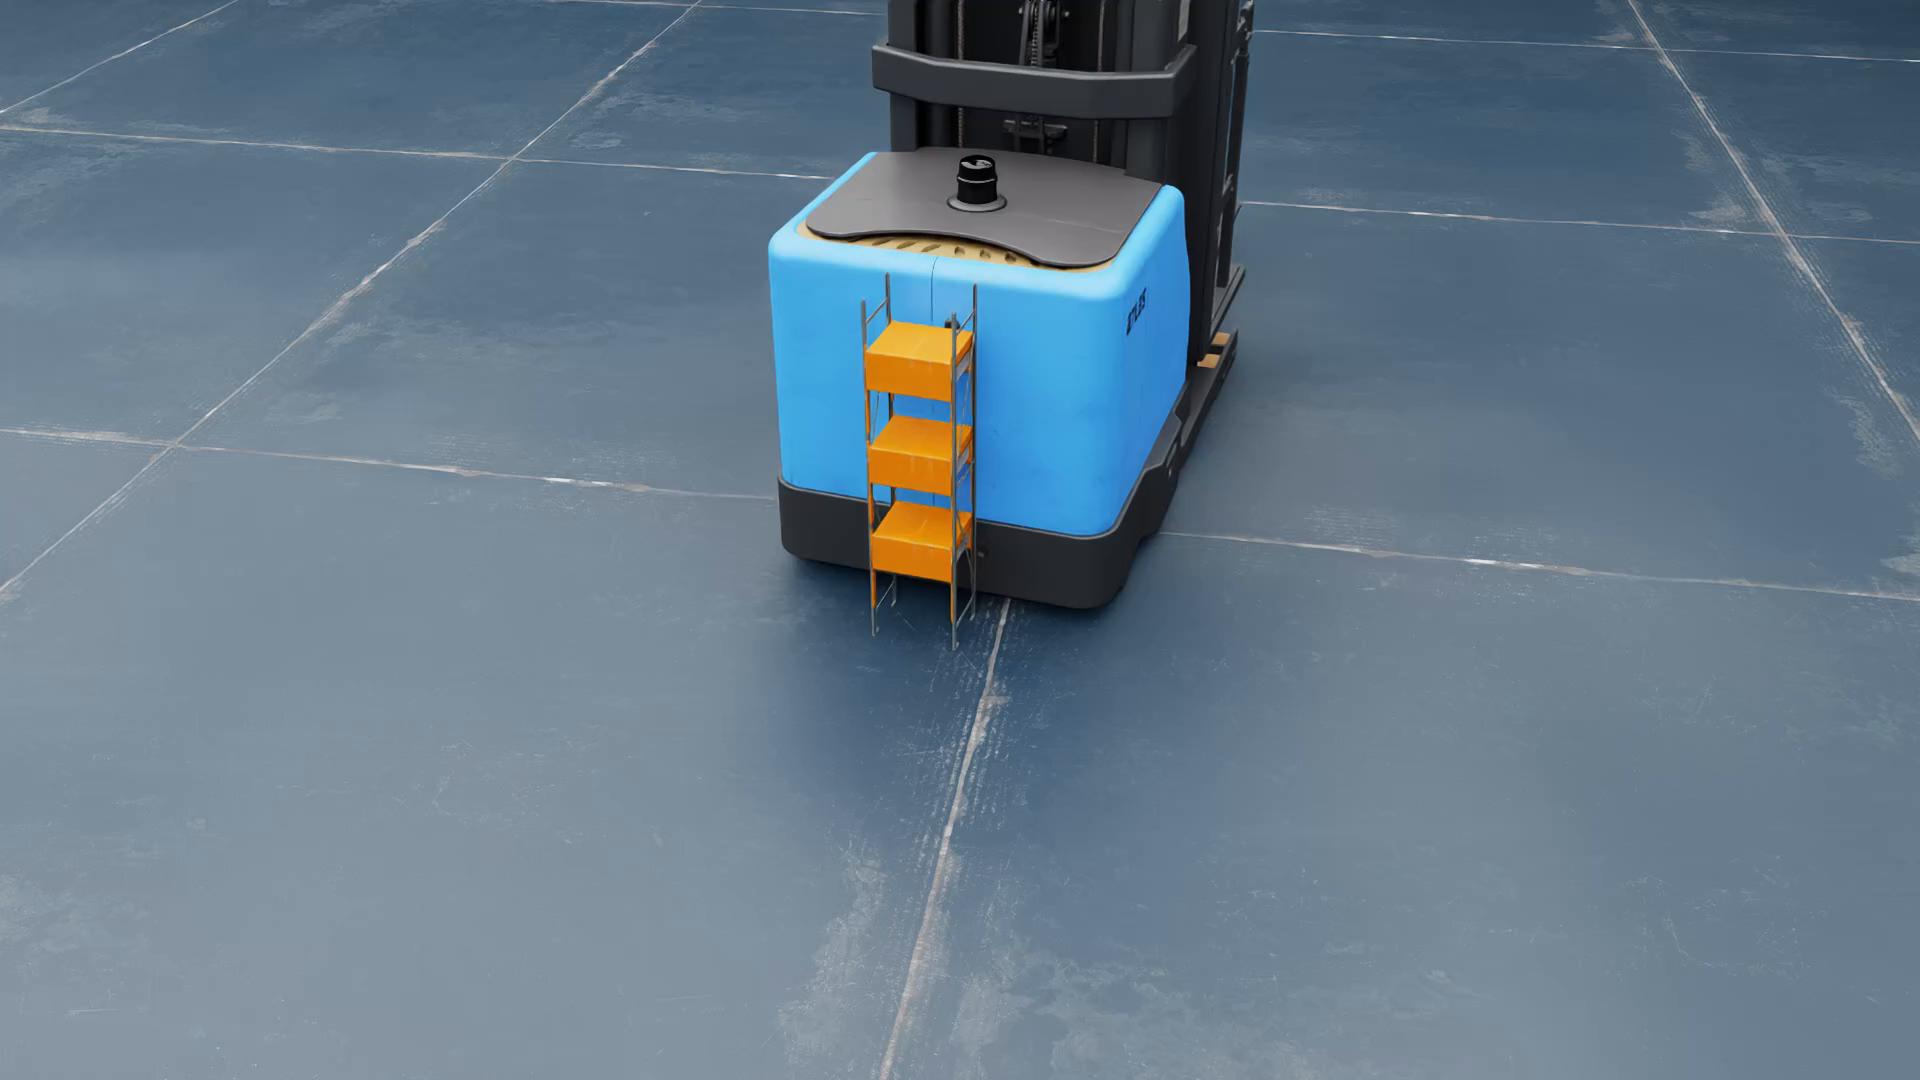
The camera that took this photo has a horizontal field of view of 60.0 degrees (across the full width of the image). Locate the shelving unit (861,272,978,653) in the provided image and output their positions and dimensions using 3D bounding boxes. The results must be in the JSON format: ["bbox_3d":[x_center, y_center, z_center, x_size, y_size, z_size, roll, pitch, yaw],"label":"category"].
[{"bbox_3d":[-0.104,-0.195,4.572,0.252,1.050,0.215,10,33,15],"label":"shelving unit"}]

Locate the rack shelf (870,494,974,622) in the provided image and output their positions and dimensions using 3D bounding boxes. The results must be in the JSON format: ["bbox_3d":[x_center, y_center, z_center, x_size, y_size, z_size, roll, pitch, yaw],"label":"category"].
[{"bbox_3d":[-0.104,0.050,4.725,0.240,0.259,0.215,10,33,15],"label":"rack shelf"}]

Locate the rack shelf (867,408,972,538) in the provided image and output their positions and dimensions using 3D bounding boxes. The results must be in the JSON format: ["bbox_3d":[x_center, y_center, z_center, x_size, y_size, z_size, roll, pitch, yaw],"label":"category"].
[{"bbox_3d":[-0.104,-0.186,4.578,0.240,0.259,0.215,10,33,15],"label":"rack shelf"}]

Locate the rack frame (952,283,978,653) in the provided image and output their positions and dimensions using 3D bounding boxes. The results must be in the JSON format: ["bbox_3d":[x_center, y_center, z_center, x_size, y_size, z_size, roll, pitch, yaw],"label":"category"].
[{"bbox_3d":[0.013,-0.175,4.541,0.008,1.050,0.200,10,33,15],"label":"rack frame"}]

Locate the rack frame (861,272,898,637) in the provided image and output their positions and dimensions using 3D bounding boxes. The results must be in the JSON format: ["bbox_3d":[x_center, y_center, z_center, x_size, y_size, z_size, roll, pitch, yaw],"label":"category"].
[{"bbox_3d":[-0.220,-0.215,4.603,0.008,1.050,0.200,10,33,15],"label":"rack frame"}]

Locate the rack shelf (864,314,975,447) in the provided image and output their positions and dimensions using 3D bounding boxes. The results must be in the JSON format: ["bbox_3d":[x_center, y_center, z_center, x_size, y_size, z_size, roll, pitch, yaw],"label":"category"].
[{"bbox_3d":[-0.104,-0.427,4.427,0.240,0.259,0.215,10,33,15],"label":"rack shelf"}]

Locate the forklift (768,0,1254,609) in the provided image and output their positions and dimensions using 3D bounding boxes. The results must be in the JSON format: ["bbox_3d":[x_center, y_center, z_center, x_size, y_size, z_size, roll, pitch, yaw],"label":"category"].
[{"bbox_3d":[0.404,-1.817,5.390,1.130,2.935,3.031,10,33,16],"label":"forklift"}]
